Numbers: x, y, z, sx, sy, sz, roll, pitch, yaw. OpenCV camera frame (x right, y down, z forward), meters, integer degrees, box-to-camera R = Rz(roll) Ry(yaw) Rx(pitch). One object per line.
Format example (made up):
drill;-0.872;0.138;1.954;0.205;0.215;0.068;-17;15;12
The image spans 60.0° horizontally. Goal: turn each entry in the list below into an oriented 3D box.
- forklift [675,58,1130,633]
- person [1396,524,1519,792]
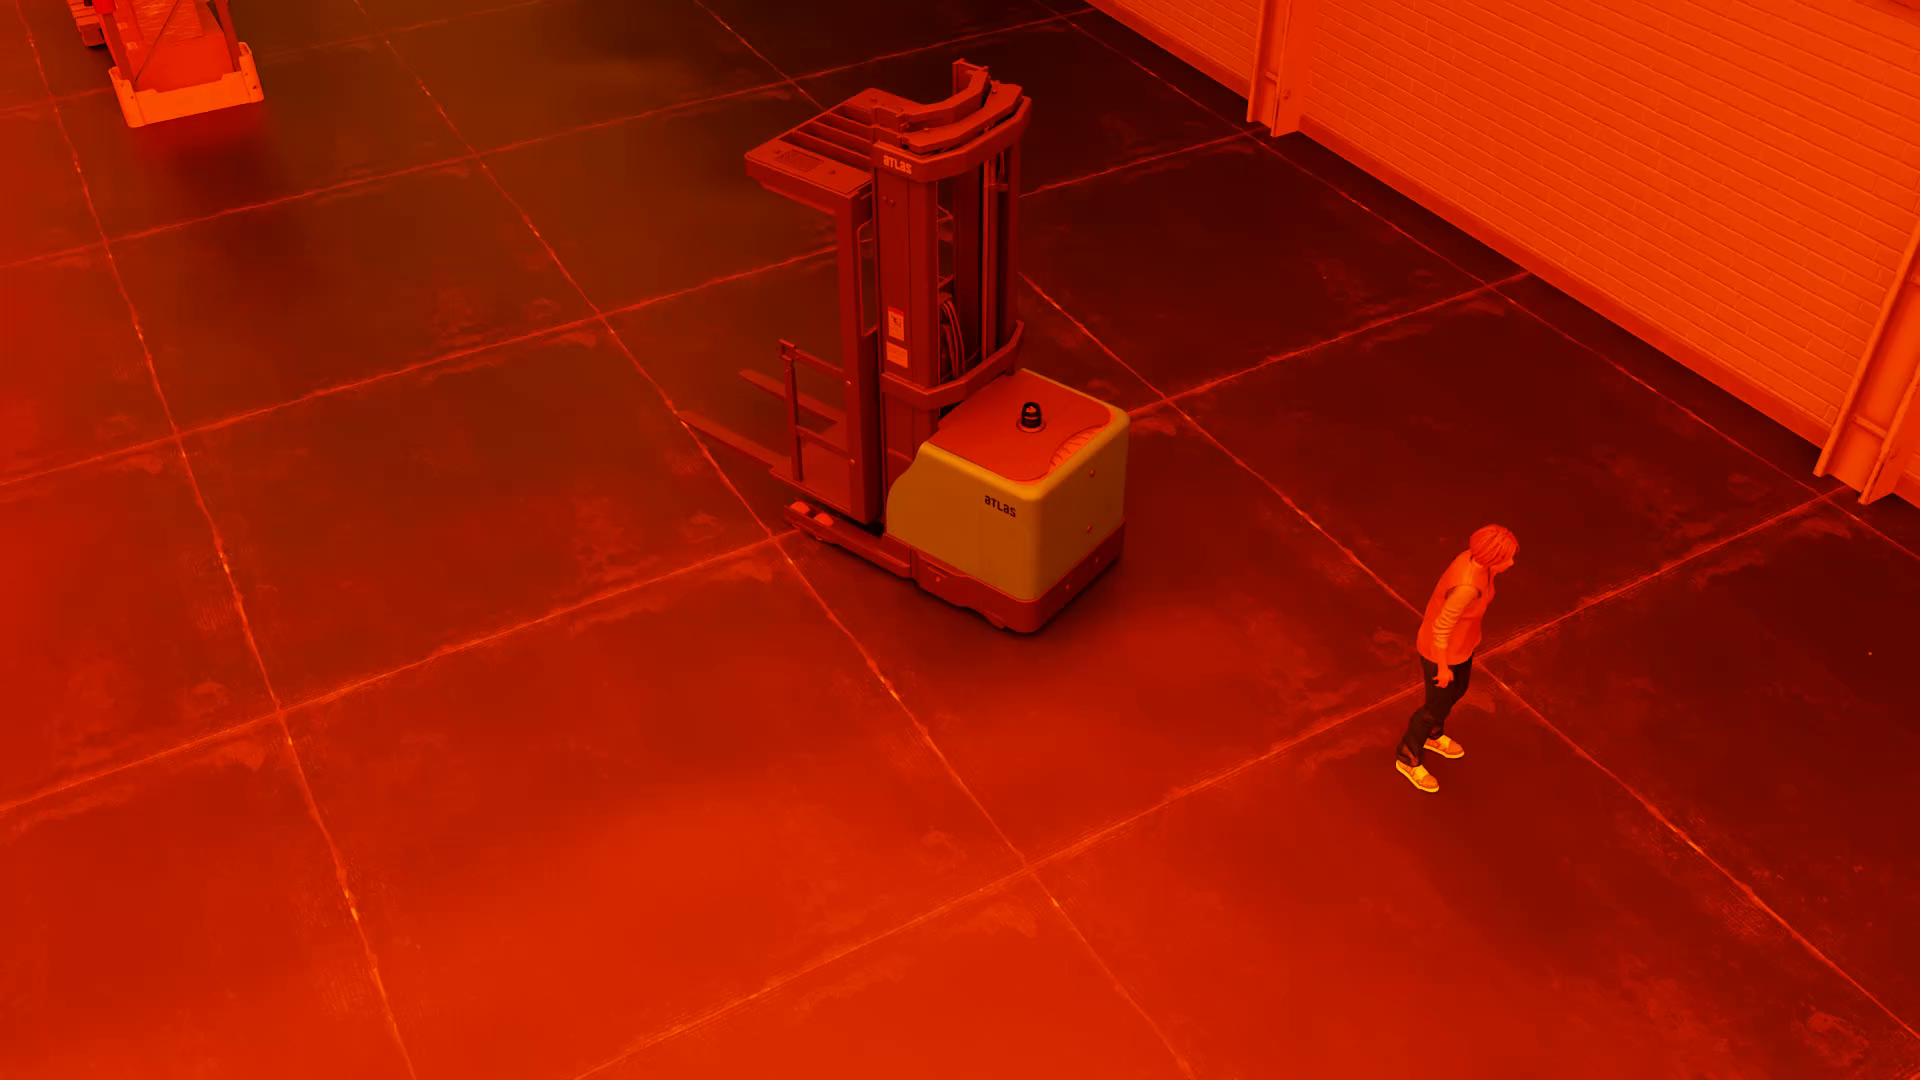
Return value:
forklift;-0.481;-1.366;9.683;3.031;2.935;1.130;26;46;28
person;2.494;0.552;8.421;0.346;1.591;0.480;24;45;26
